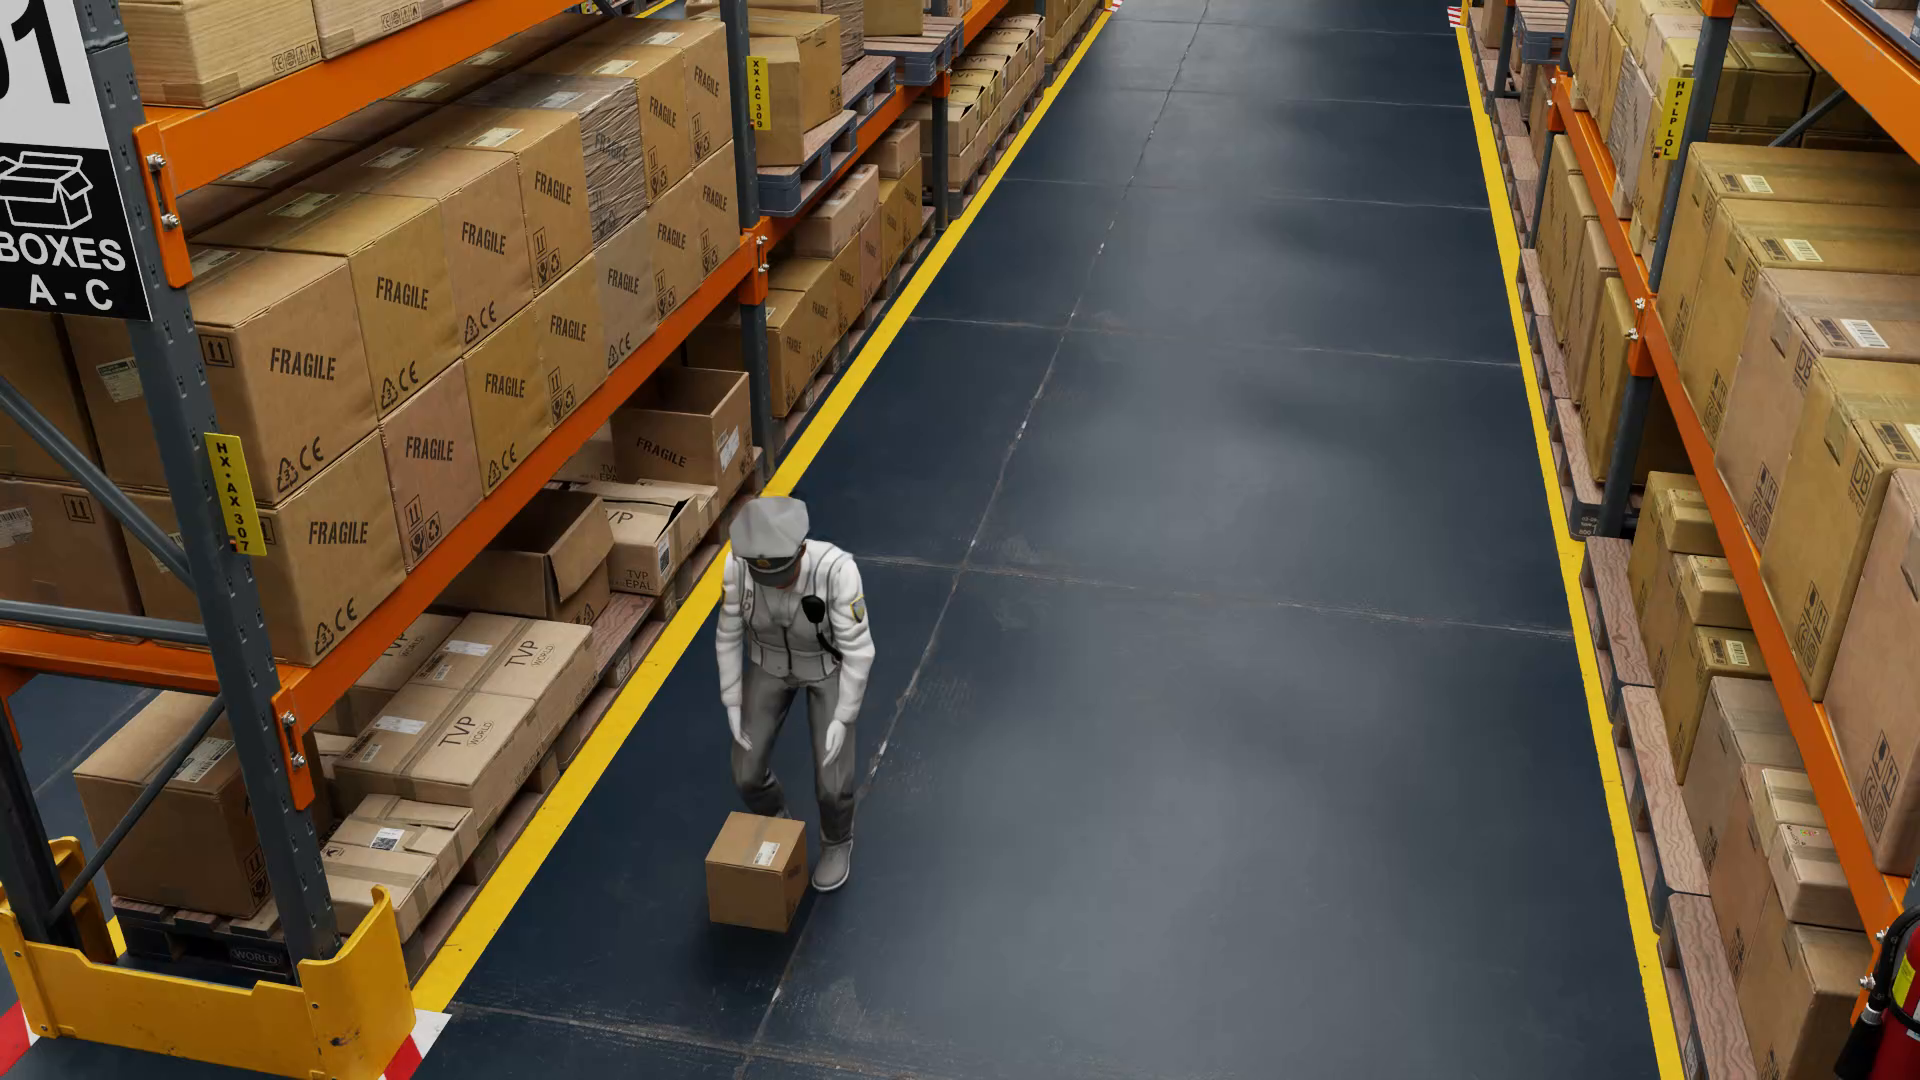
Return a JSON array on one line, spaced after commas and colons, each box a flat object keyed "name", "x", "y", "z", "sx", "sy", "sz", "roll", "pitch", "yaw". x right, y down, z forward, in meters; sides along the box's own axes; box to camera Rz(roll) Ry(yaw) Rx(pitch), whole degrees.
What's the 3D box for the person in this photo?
[{"name": "person", "x": -0.524, "y": 0.487, "z": 5.426, "sx": 0.529, "sy": 1.501, "sz": 0.611, "roll": 6, "pitch": 30, "yaw": 11}]
